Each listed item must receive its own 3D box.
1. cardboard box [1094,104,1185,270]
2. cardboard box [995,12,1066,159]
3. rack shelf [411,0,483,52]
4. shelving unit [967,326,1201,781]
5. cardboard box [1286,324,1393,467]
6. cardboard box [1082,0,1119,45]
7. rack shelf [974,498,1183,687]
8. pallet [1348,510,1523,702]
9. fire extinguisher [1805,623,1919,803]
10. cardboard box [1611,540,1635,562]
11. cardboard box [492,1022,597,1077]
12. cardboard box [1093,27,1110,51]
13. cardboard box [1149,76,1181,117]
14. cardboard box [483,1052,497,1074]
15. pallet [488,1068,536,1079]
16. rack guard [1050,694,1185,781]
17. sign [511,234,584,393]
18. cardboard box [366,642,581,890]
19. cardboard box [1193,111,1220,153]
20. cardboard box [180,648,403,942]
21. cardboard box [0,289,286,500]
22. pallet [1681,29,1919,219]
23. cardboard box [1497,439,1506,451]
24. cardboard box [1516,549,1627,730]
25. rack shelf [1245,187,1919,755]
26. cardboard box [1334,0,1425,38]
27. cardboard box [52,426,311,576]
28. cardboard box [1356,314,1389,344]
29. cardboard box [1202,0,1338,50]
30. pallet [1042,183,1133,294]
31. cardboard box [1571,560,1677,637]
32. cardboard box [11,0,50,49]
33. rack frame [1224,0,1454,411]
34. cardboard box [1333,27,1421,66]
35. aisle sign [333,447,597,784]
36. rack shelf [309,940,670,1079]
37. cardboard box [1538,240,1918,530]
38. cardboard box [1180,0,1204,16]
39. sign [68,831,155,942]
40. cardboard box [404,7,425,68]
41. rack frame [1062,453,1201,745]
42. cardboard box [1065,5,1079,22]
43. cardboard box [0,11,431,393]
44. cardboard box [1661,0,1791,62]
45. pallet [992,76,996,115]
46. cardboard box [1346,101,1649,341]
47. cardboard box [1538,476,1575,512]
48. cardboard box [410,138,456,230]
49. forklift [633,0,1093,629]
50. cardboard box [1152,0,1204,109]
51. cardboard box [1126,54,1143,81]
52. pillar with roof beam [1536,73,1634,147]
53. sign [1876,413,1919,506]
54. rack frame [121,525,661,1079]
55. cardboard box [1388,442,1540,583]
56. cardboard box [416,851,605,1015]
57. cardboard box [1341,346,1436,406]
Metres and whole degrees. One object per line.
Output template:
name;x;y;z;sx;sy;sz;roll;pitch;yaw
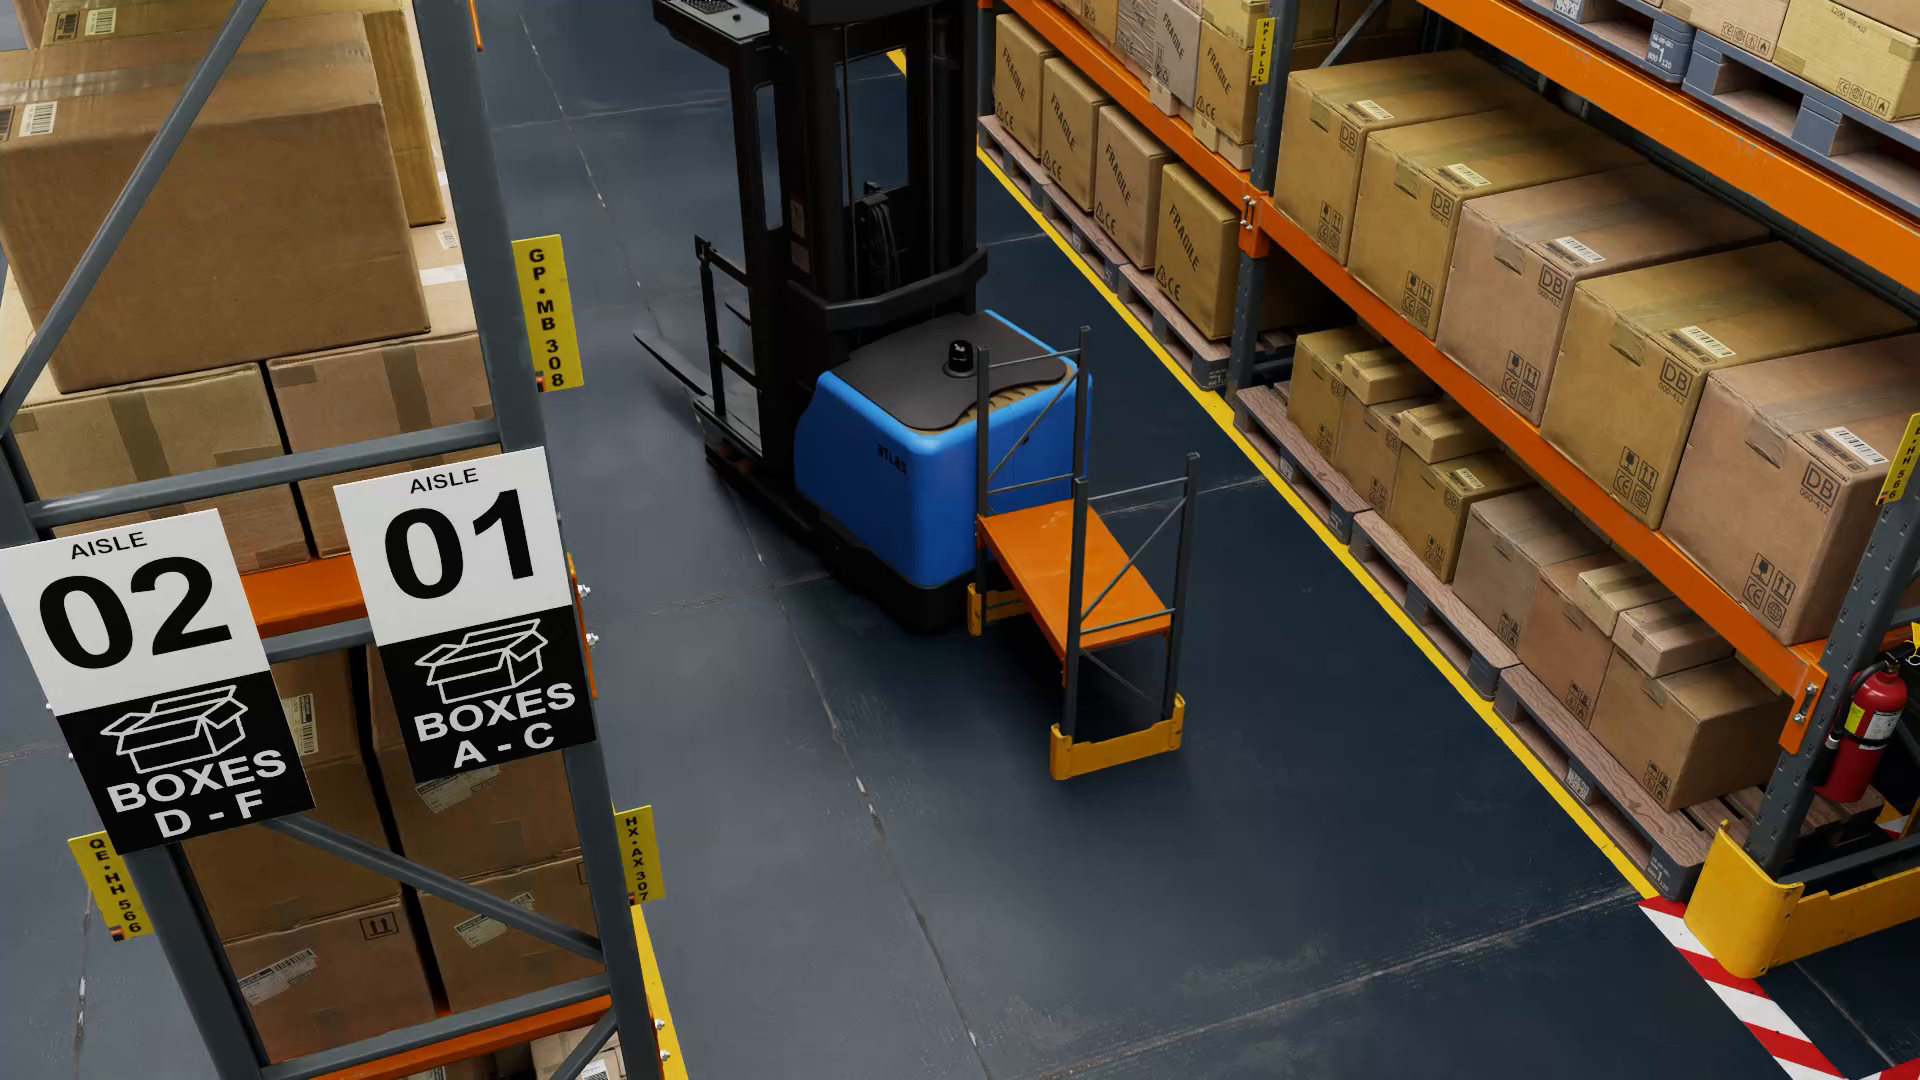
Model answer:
cardboard box;1.323;-2.204;10.181;0.750;0.750;0.750;-11;38;-15
cardboard box;0.730;-3.179;11.476;0.750;0.750;0.750;-13;39;-17
rack shelf;-1.985;-2.003;4.091;1.077;0.370;4.000;-12;39;-16
shelving unit;0.490;0.049;6.999;0.587;1.500;1.083;-12;39;-16
cardboard box;2.138;-0.779;8.580;0.700;0.500;0.500;-12;39;-15
cardboard box;1.055;-3.281;9.826;0.500;0.500;0.500;-11;38;-15
rack shelf;0.487;0.187;7.114;0.538;0.185;1.000;-12;39;-16
pallet;2.589;0.197;7.874;1.003;0.211;1.213;-12;39;-16
fire extinguisher;2.972;0.567;5.439;0.296;0.674;0.183;-12;39;-16
cardboard box;2.989;0.005;7.000;0.380;0.149;0.250;-12;39;-16
cardboard box;-1.389;1.509;5.734;0.500;0.250;0.500;-12;39;-16
cardboard box;1.034;-3.122;10.154;0.380;0.149;0.250;-12;39;-16
cardboard box;1.293;-2.523;9.360;0.380;0.149;0.250;-12;39;-16
cardboard box;-1.770;1.687;5.567;0.380;0.166;0.250;-12;39;-16
pallet;-1.598;1.855;5.672;1.003;0.211;1.213;-12;39;-16
rack guard;0.662;0.829;7.002;0.587;0.250;0.087;-12;39;-16
sign;-0.787;-0.425;3.162;0.100;0.325;0.005;-12;39;-16
cardboard box;-1.201;0.490;4.253;0.500;0.500;0.500;-11;38;-15
cardboard box;1.486;-2.231;8.971;0.380;0.149;0.250;-12;39;-15
cardboard box;-1.708;0.600;4.106;0.500;0.500;0.500;-13;39;-16
cardboard box;-1.713;-0.341;3.486;0.500;0.250;0.500;-12;39;-16
pallet;3.088;-1.373;5.221;1.003;0.211;1.213;-12;39;-16
cardboard box;2.635;-0.572;7.766;0.380;0.149;0.250;-12;39;-15
cardboard box;2.846;0.380;7.041;0.700;0.500;0.500;-13;39;-16
rack shelf;2.665;-0.636;7.259;1.077;0.370;4.000;-12;39;-16
cardboard box;2.063;-2.833;8.608;0.500;0.250;0.500;-11;38;-15
cardboard box;-1.721;-0.140;3.634;0.500;0.250;0.500;-12;39;-16
cardboard box;2.275;-1.161;8.548;0.380;0.149;0.250;-13;39;-16
cardboard box;1.576;-2.730;8.472;0.500;0.250;0.500;-12;38;-15
pallet;1.217;-2.050;10.856;1.003;0.211;1.213;-12;39;-16
cardboard box;2.715;0.224;6.709;0.380;0.149;0.250;-11;38;-15
cardboard box;-1.854;-1.250;4.070;0.700;0.500;0.500;-12;39;-16
rack frame;1.977;-2.053;8.543;1.000;3.000;0.127;-12;39;-16
cardboard box;2.055;-2.532;8.832;0.500;0.500;0.500;-14;39;-17
aisle sign;-0.997;0.174;3.426;0.394;0.787;0.004;-12;39;-16
rack shelf;-1.985;0.392;5.895;1.077;0.370;4.000;-12;39;-16
cardboard box;2.908;-0.608;6.375;0.980;0.700;0.700;-13;39;-16
cardboard box;1.409;-3.021;8.858;0.500;0.250;0.500;-12;39;-15
sign;-1.824;0.749;3.598;0.100;0.325;0.005;-12;39;-16
cardboard box;-1.740;-1.296;4.754;0.500;0.250;0.500;-12;39;-16
rack frame;0.663;0.331;6.625;0.500;1.500;0.032;-12;39;-16
cardboard box;0.887;-3.413;10.541;0.380;0.149;0.250;-12;39;-15
cardboard box;-1.488;-0.690;3.326;0.700;0.500;0.500;-12;39;-16
cardboard box;2.672;-1.792;5.396;0.500;0.250;0.500;-14;39;-18
pallet;0.333;-3.641;12.968;1.003;0.211;1.213;-12;39;-16
cardboard box;2.394;-1.450;7.492;0.980;0.700;0.700;-13;39;-17
cardboard box;2.812;-0.283;7.383;0.380;0.149;0.250;-12;39;-15
cardboard box;-1.394;-0.732;4.005;0.500;0.250;0.500;-12;39;-16
forklift;-0.681;-1.590;7.986;1.130;2.935;3.031;-25;44;-29
cardboard box;1.397;-2.715;9.074;0.500;0.500;0.500;-12;39;-16
cardboard box;1.199;-2.820;9.753;0.380;0.149;0.250;-13;39;-17
pillar with roof beam;-1.012;-3.342;5.267;9.100;9.000;0.400;-12;39;-16
sign;2.839;-0.246;4.985;0.100;0.325;0.005;-12;39;-16
rack frame;-1.296;1.234;4.179;1.000;3.000;0.127;-12;39;-16
cardboard box;2.482;-0.204;7.816;0.700;0.500;0.500;-12;39;-15
cardboard box;-1.201;0.889;4.554;0.500;0.500;0.500;-12;39;-15
cardboard box;2.085;-0.807;8.077;0.380;0.149;0.250;-11;38;-14
